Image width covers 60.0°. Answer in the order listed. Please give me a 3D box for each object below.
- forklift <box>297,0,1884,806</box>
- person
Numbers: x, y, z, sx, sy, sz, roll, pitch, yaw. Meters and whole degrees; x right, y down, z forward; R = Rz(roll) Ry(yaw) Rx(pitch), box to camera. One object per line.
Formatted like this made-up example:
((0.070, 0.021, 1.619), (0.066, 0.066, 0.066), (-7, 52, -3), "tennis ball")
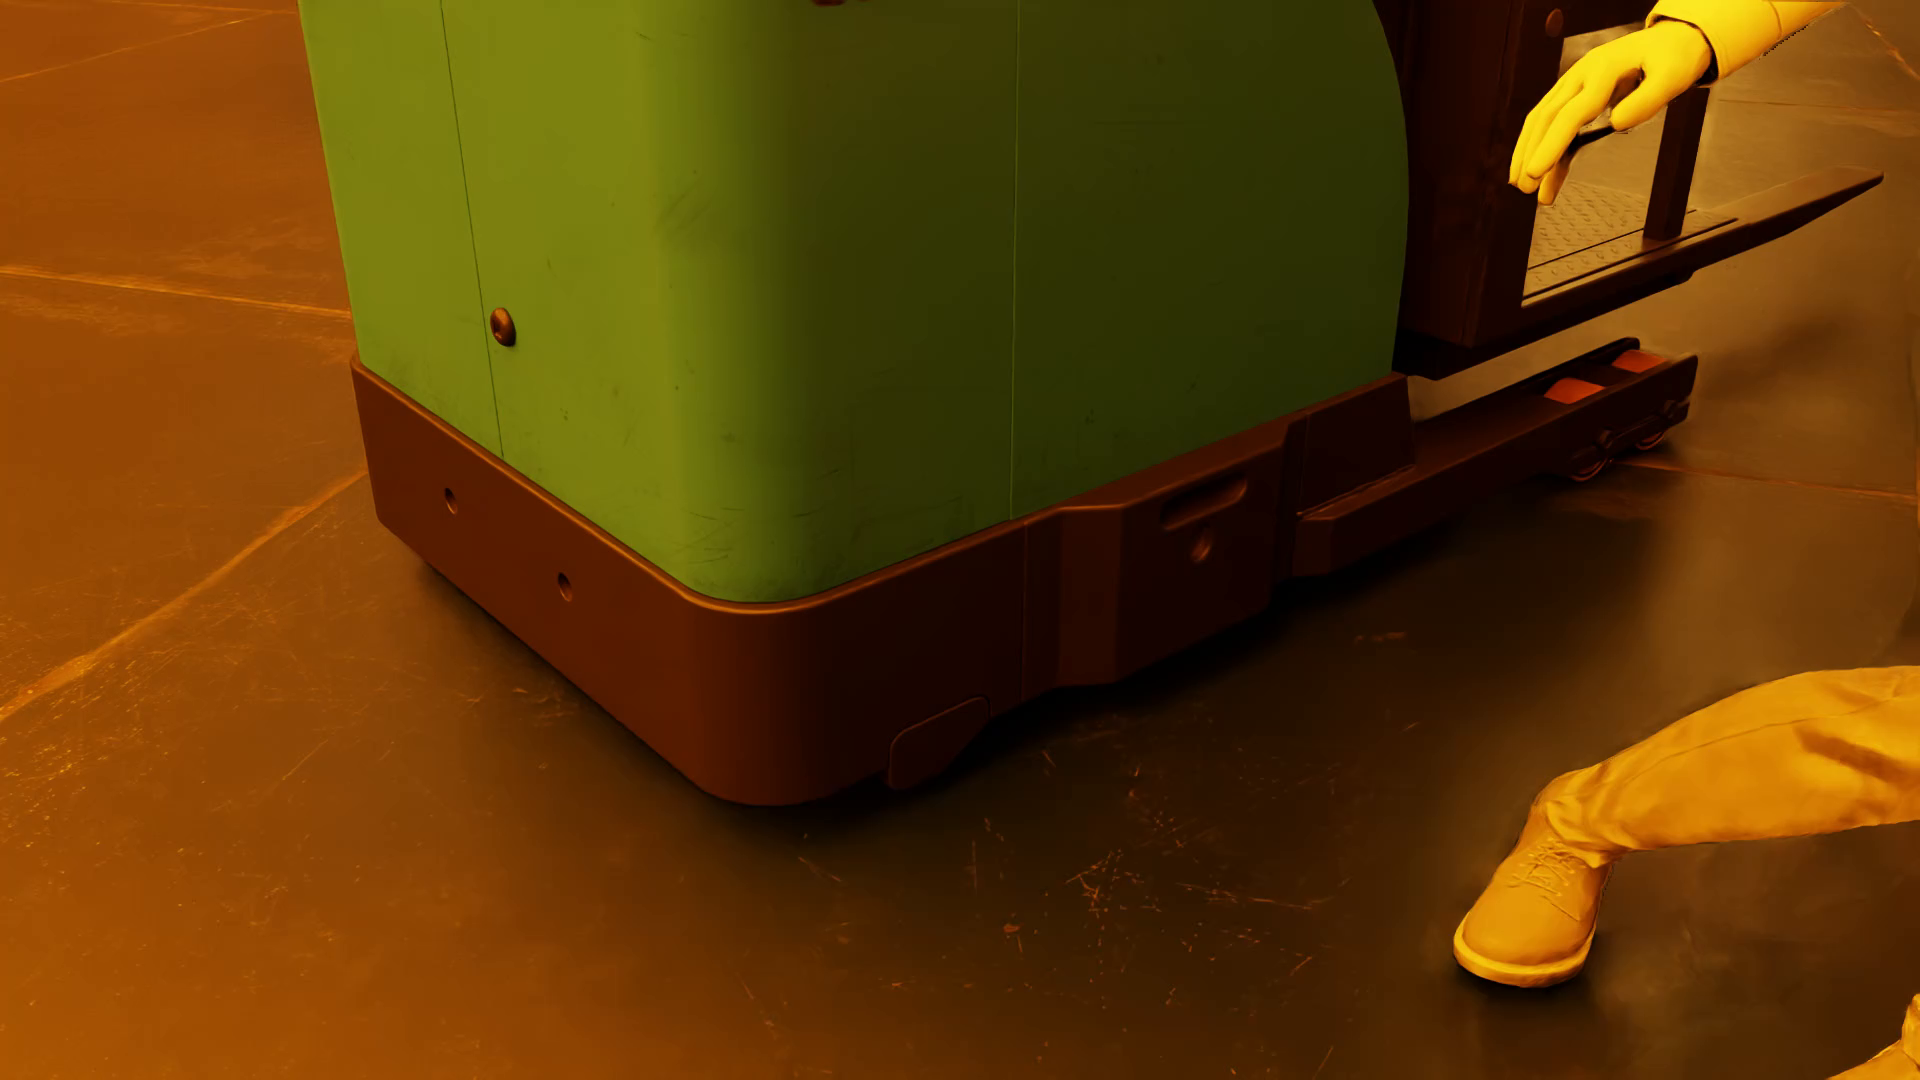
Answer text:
((0.600, -1.562, 2.336), (3.031, 2.935, 1.130), (-21, 34, -35), "forklift")
((0.818, -0.089, 1.086), (0.915, 1.435, 0.834), (9, 28, 17), "person")
